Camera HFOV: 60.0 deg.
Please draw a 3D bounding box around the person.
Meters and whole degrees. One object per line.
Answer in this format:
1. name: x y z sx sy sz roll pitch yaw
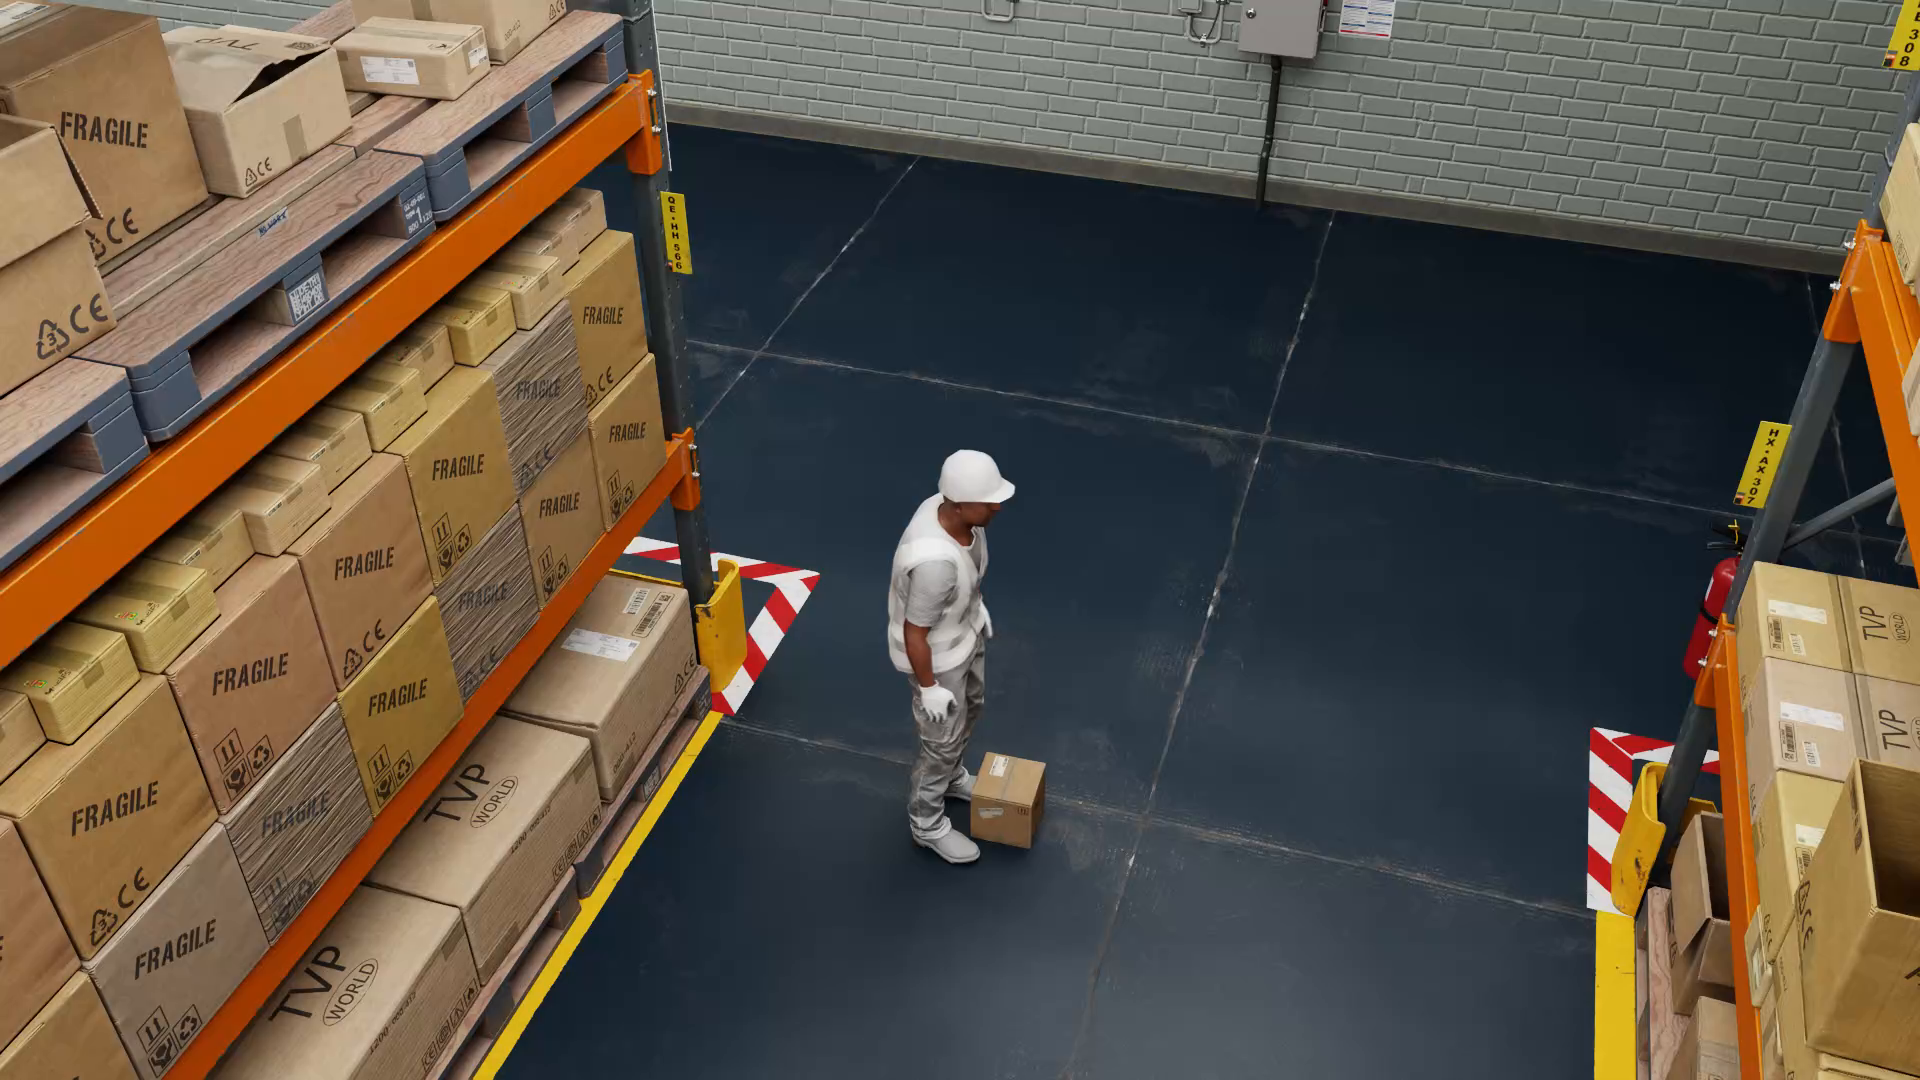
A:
1. person: -0.033 0.415 6.327 0.449 1.774 0.617 11 38 14
